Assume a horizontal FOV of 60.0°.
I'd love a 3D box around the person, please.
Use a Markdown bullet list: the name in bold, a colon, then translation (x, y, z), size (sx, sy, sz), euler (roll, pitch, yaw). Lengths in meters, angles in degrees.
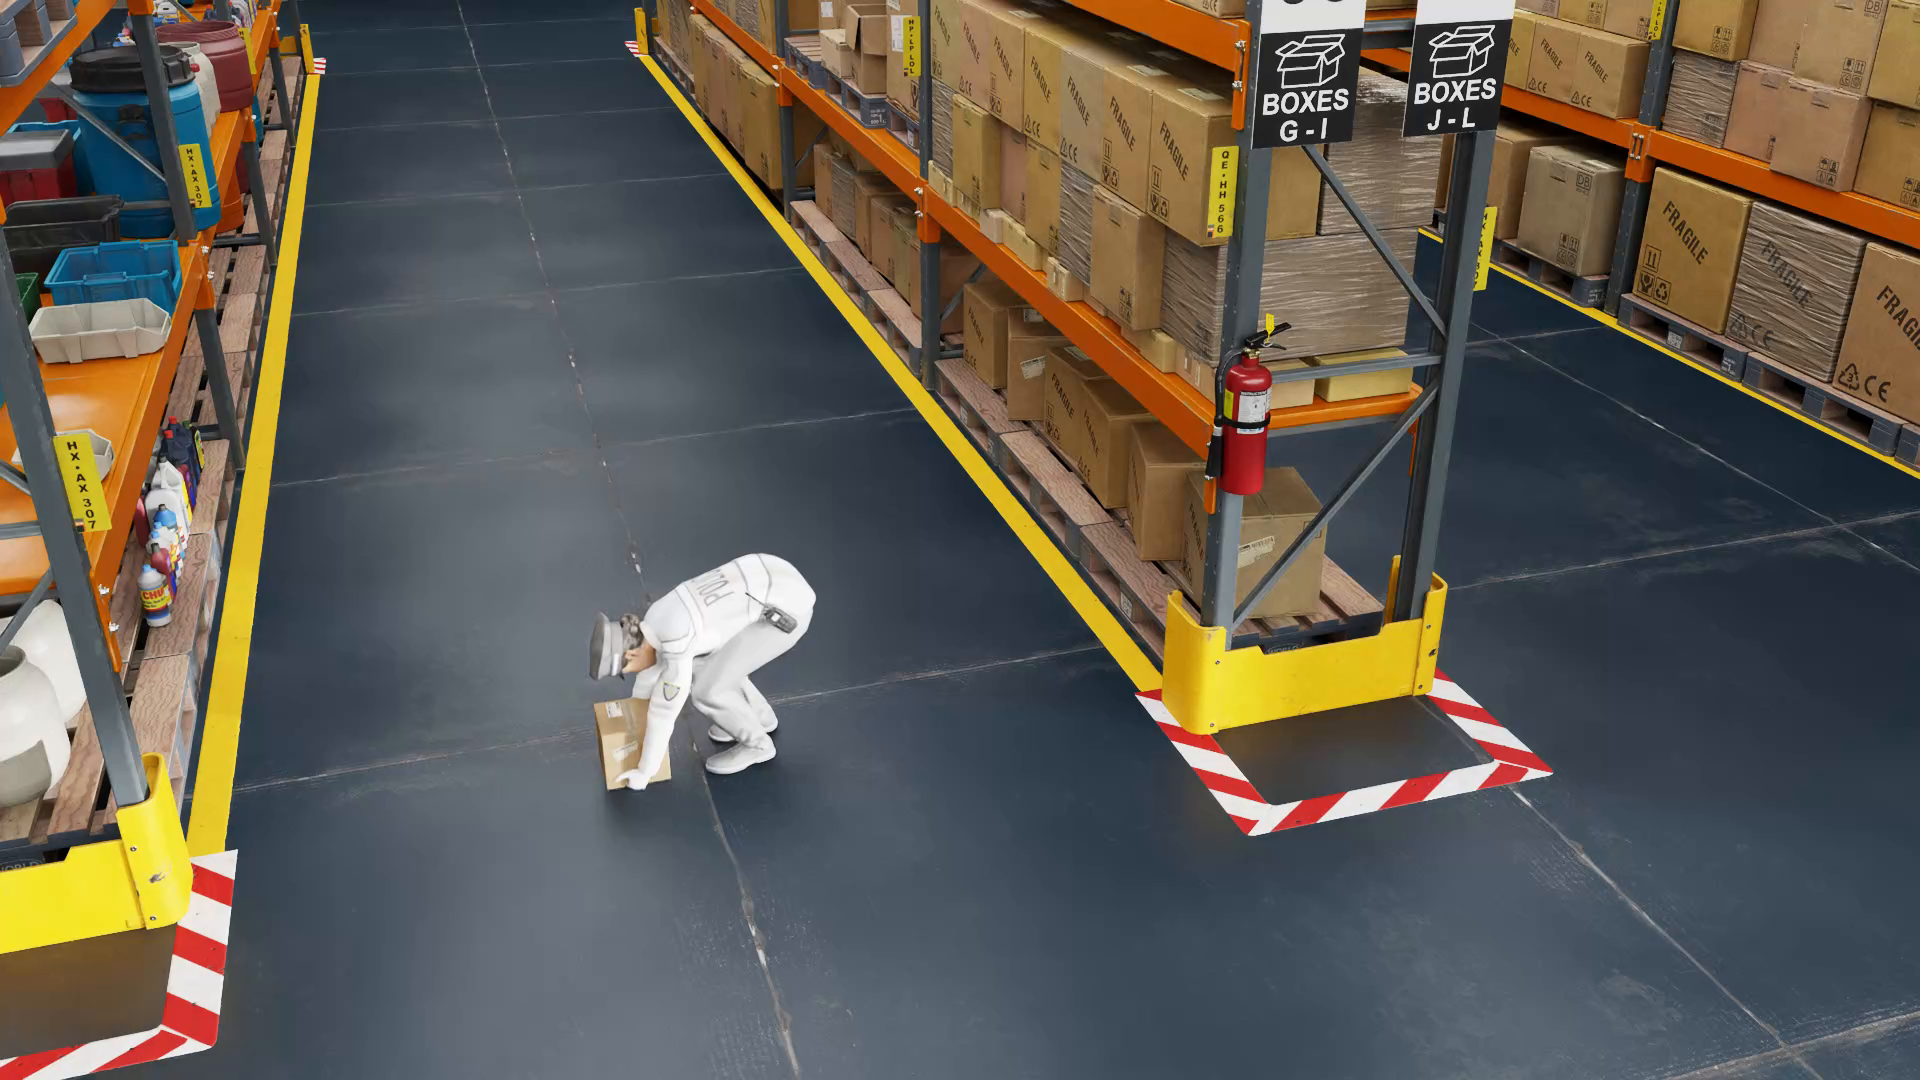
- **person**: translation (-1.018, 0.455, 6.523), size (0.886, 0.933, 0.440), euler (-10, 28, -19)
